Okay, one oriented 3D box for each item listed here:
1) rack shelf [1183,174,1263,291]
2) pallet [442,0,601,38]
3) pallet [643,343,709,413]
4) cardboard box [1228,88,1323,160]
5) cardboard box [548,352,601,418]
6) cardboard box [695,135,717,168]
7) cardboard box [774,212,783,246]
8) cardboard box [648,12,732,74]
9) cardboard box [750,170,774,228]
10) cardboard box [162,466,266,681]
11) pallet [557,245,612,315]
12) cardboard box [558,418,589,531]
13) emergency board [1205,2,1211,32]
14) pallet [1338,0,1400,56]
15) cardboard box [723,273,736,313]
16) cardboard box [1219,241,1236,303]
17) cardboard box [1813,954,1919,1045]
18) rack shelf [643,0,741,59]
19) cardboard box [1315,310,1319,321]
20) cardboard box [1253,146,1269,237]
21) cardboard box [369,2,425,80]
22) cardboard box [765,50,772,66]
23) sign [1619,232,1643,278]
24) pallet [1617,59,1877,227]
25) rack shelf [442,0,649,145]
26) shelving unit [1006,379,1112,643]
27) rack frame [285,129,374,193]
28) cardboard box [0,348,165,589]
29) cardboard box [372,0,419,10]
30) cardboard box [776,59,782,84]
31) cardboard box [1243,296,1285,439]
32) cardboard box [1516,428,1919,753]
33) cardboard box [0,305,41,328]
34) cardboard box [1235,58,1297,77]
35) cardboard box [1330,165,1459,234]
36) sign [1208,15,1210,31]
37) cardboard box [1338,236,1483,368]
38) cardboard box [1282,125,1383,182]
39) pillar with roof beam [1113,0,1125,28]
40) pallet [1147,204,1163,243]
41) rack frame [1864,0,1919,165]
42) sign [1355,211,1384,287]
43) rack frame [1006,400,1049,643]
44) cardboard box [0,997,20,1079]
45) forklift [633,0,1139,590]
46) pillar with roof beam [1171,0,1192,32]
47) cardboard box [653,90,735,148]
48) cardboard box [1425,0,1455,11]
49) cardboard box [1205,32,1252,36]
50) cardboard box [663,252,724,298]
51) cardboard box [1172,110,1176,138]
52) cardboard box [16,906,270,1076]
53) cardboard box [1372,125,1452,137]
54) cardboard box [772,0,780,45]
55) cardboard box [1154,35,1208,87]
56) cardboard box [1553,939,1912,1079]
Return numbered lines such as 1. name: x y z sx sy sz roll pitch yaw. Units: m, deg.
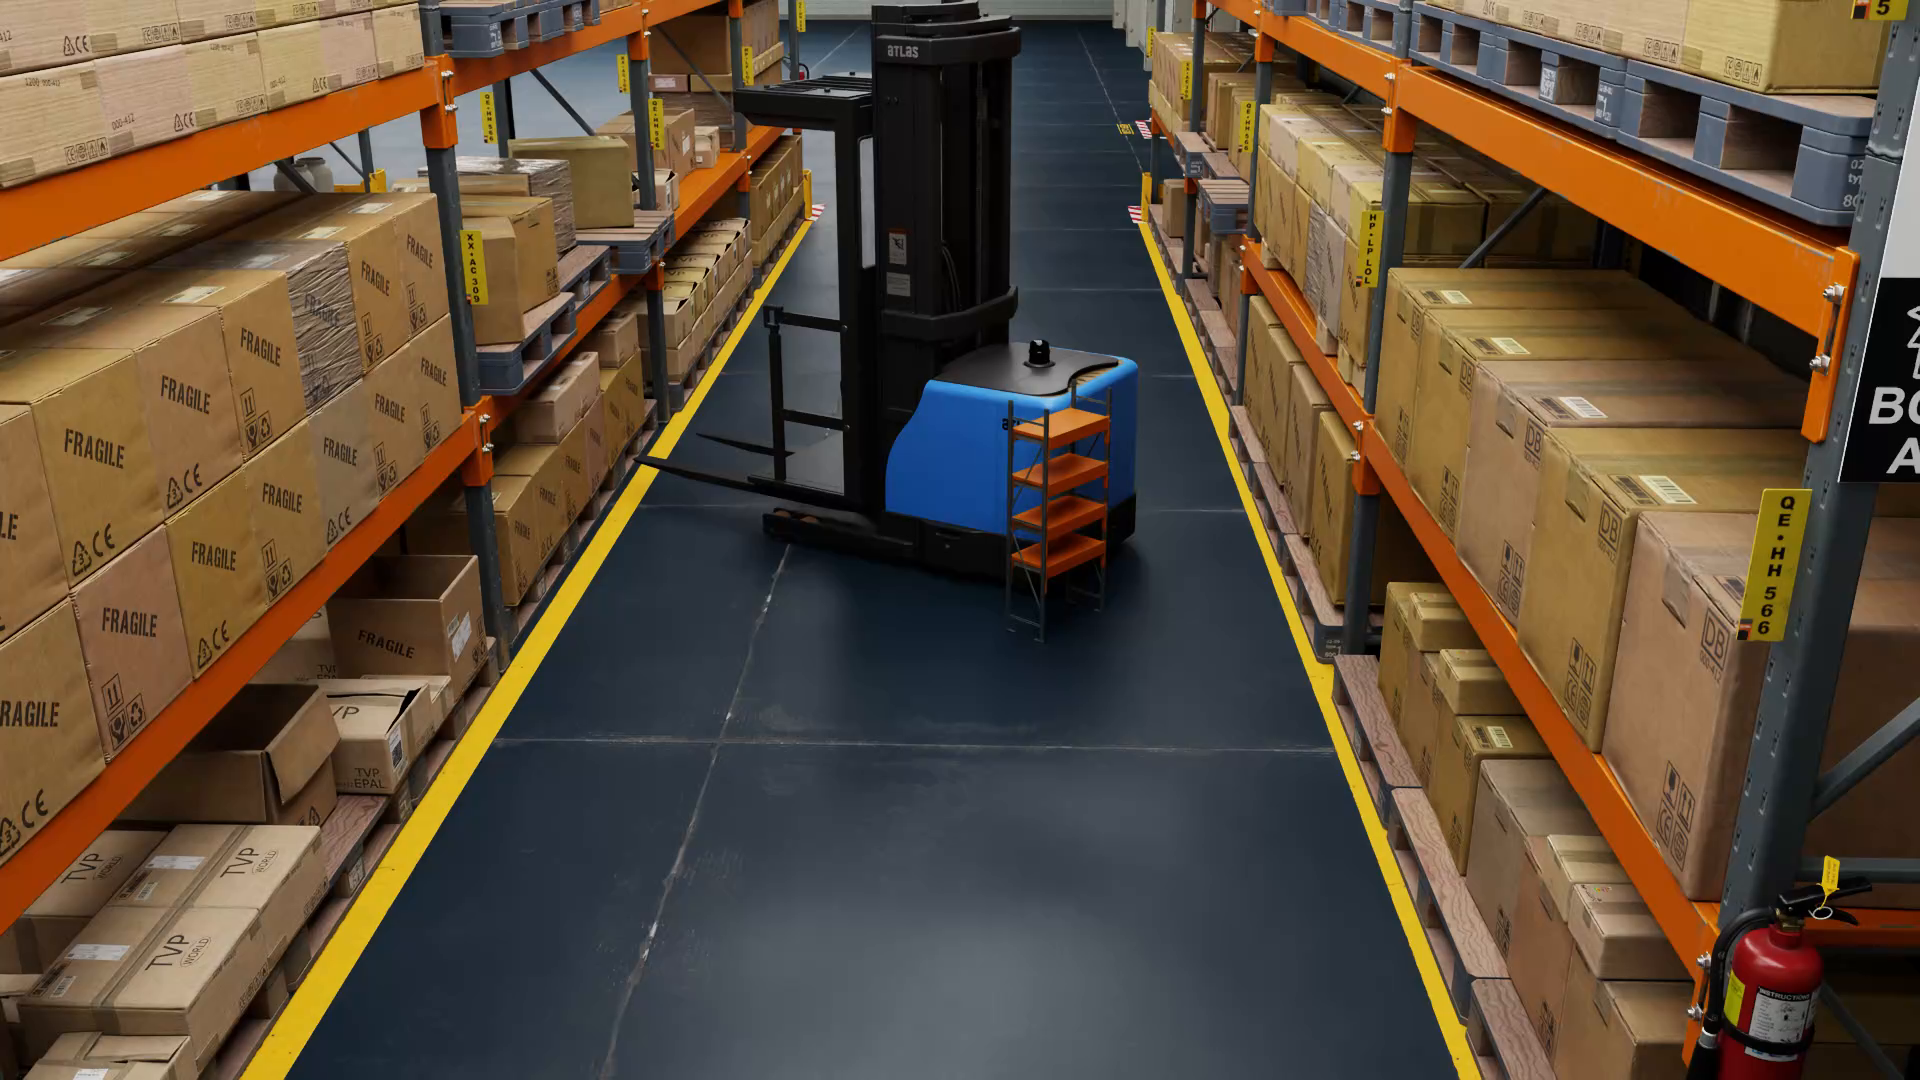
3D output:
1. rack shelf: 2.473 -2.566 12.991 1.077 0.370 4.000 1 21 2
2. pallet: -2.543 -2.706 8.470 1.213 0.211 1.003 1 21 2
3. pallet: -2.475 -1.229 12.404 1.003 0.211 1.213 1 21 2
4. cardboard box: 2.471 -3.252 13.018 0.700 0.500 0.500 4 21 9
5. cardboard box: -2.358 -0.890 9.487 0.500 0.250 0.500 0 21 1
6. cardboard box: -2.261 -3.295 14.061 0.396 0.266 0.258 0 21 0
7. cardboard box: -2.060 -3.118 16.638 0.500 0.250 0.500 1 21 2
8. cardboard box: -2.411 -4.490 15.022 0.700 0.500 0.500 1 21 2
9. cardboard box: -2.083 -3.287 16.036 0.500 0.500 0.500 1 21 2
10. cardboard box: -2.477 0.089 5.016 0.500 0.500 0.500 1 21 1
11. pallet: -2.594 -1.439 9.356 1.003 0.211 1.213 1 21 2
12. cardboard box: -2.375 -0.371 9.186 0.500 0.500 0.500 1 21 2
13. emergency board: 3.794 -7.871 25.668 0.194 1.169 0.643 1 21 2
14. pallet: 2.269 -2.374 7.617 0.805 0.209 1.217 0 21 -1
15. cardboard box: -2.173 -2.071 13.940 0.500 0.250 0.500 1 21 3
16. cardboard box: 2.562 -2.211 13.928 0.700 0.500 0.500 0 21 1
17. cardboard box: 2.286 1.174 4.334 0.380 0.149 0.250 1 21 2
18. rack shelf: -2.479 -4.018 12.585 1.077 0.370 4.000 1 21 2
19. cardboard box: 2.100 -1.209 8.817 0.380 0.149 0.250 0 21 0
20. cardboard box: 2.141 -2.200 10.476 0.500 0.500 0.500 1 21 3
21. cardboard box: -2.410 -1.935 6.430 0.500 0.250 0.500 1 21 2
22. cardboard box: -2.149 -4.960 17.130 0.380 0.149 0.250 1 21 3
23. sign: 2.845 -1.167 7.084 0.100 0.325 0.005 1 21 2
24. pallet: 2.181 -0.911 3.707 1.003 0.211 1.213 1 21 2
25. rack shelf: -2.600 -2.572 8.858 1.077 0.370 4.000 1 21 2
26. shelving unit: 0.487 -0.146 8.245 0.258 1.200 0.503 18 27 38
27. rack frame: -7.247 -5.180 18.733 1.000 3.000 0.127 1 21 2
28. cardboard box: -2.497 -0.199 4.373 0.500 0.500 0.500 1 21 2
29. cardboard box: -2.405 -2.168 6.340 0.500 0.250 0.500 1 21 2
30. cardboard box: -2.323 -5.002 18.136 0.700 0.500 0.500 1 21 2
31. cardboard box: 2.258 -1.108 10.628 0.750 0.750 0.750 0 21 1
32. cardboard box: 2.185 0.126 4.642 0.980 0.700 0.700 0 21 1
33. cardboard box: -3.019 -0.386 4.857 0.500 0.500 0.500 1 21 3
34. cardboard box: 2.757 -4.081 15.044 0.500 0.500 0.500 0 21 0
35. cardboard box: 2.074 -1.633 7.977 0.500 0.250 0.500 1 21 3
36. sign: 3.914 -8.086 26.174 0.001 0.329 0.234 1 21 2
37. cardboard box: 2.052 -1.097 7.631 0.500 0.500 0.500 0 21 1
38. cardboard box: 2.114 -2.186 9.403 0.500 0.250 0.500 1 21 2
39. pillar with roof beam: 0.108 -18.500 44.767 9.100 9.000 0.400 1 21 2
40. pallet: 2.593 -3.450 18.129 1.003 0.211 1.213 1 21 2
41. rack frame: 2.169 -2.083 2.457 1.000 3.000 0.127 1 21 2
42. sign: 1.748 -1.238 7.081 0.100 0.325 0.005 1 21 2
43. rack frame: 0.324 -0.080 8.076 0.240 1.200 0.015 18 27 38
44. cardboard box: -3.013 1.422 4.565 0.500 0.500 0.500 1 21 2
45. forklift: -0.537 -1.481 9.295 3.031 2.935 1.130 12 24 28
46. pillar with roof beam: -0.439 -11.991 27.994 9.100 9.000 0.400 1 21 2
47. cardboard box: -2.411 -3.885 15.257 0.700 0.500 0.500 0 21 0
48. cardboard box: 2.006 -2.056 6.023 0.500 0.250 0.500 1 21 1
49. cardboard box: 2.853 -5.187 17.894 0.500 0.500 0.500 0 21 1
50. cardboard box: -2.190 -2.153 13.378 0.500 0.311 0.500 0 21 1
51. cardboard box: 2.269 -3.919 15.662 0.500 0.250 0.500 1 21 2
52. cardboard box: -2.468 1.363 5.061 0.500 0.250 0.500 1 21 2
53. cardboard box: 2.619 -2.183 9.395 0.500 0.250 0.500 0 21 0
54. cardboard box: -2.325 -5.588 17.852 0.700 0.500 0.500 1 21 2
55. cardboard box: 2.315 -5.012 17.443 0.500 0.500 0.500 1 21 2
56. cardboard box: 2.090 1.429 4.573 0.700 0.500 0.500 1 21 2
